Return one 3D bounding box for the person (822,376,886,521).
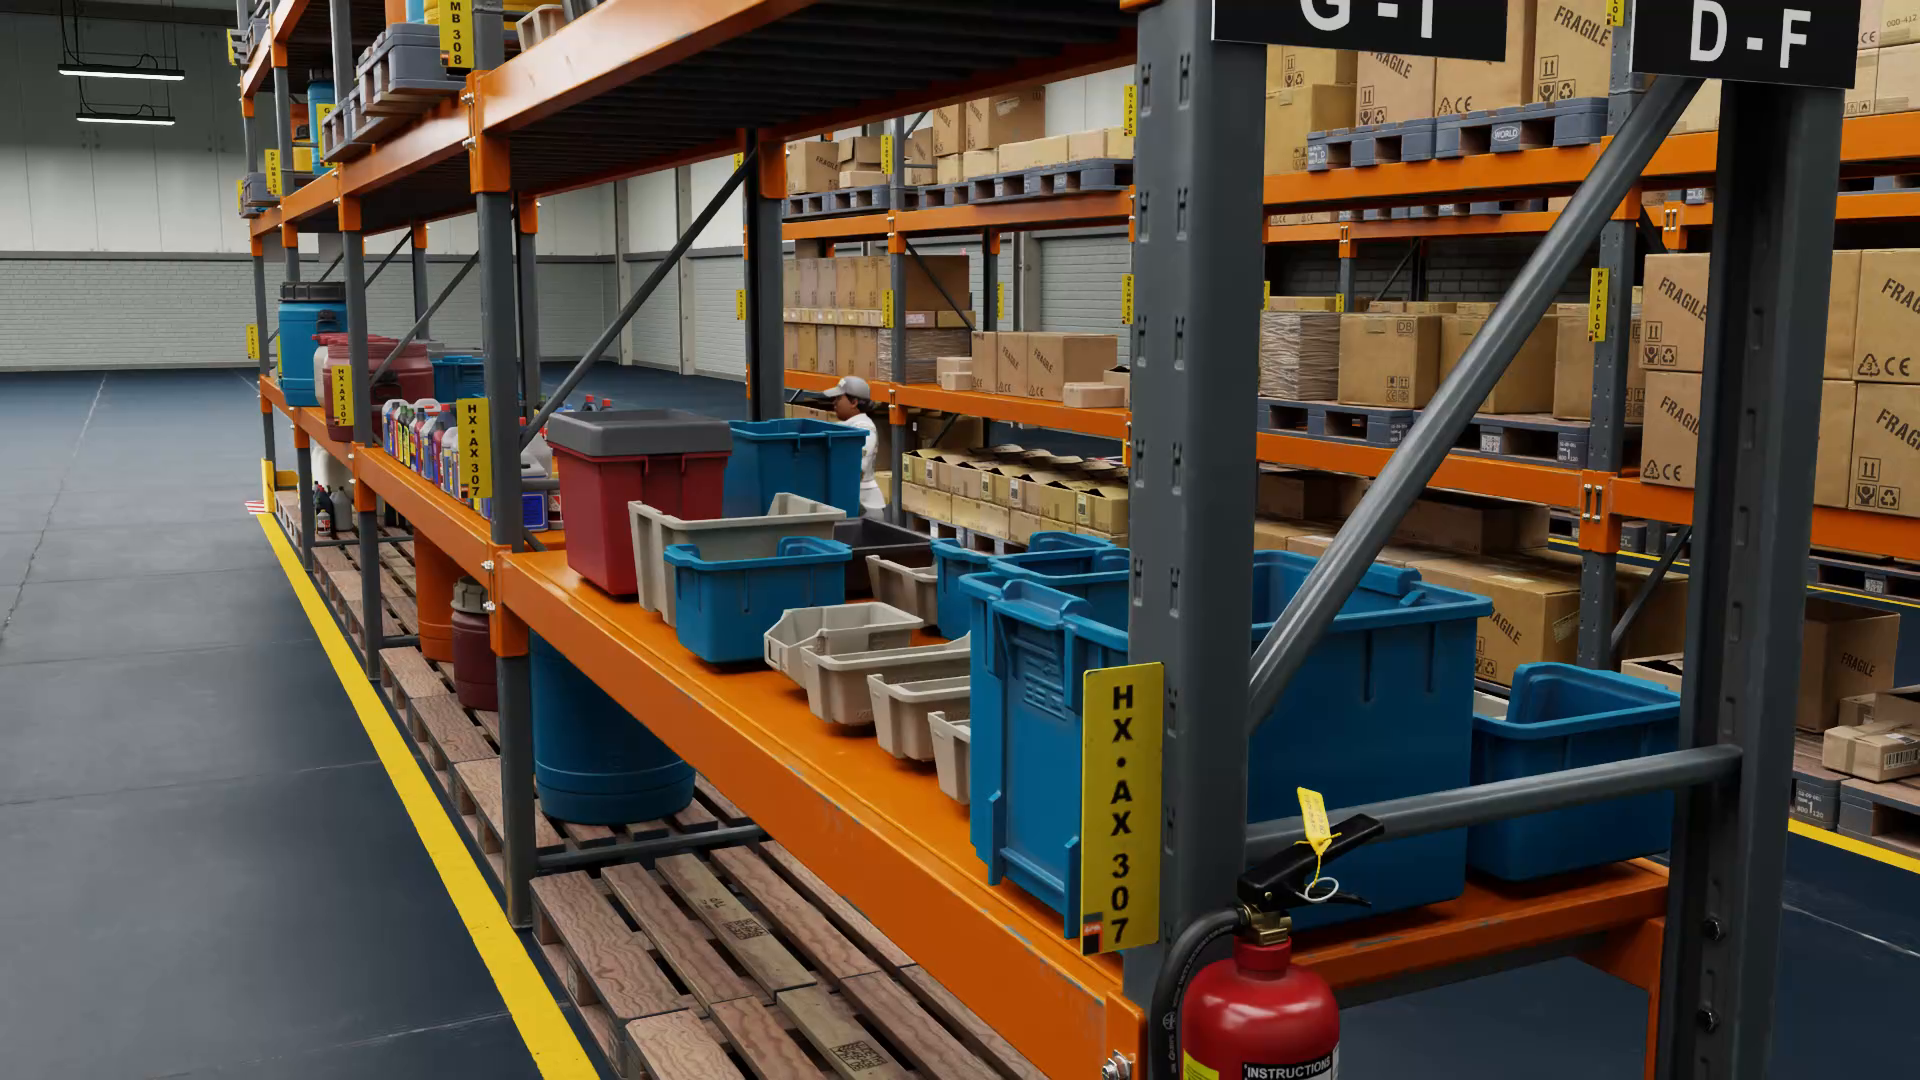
[{"bbox_3d":[-0.752,-0.140,9.700,0.915,1.625,0.484,-3,9,-21],"label":"person"}]
